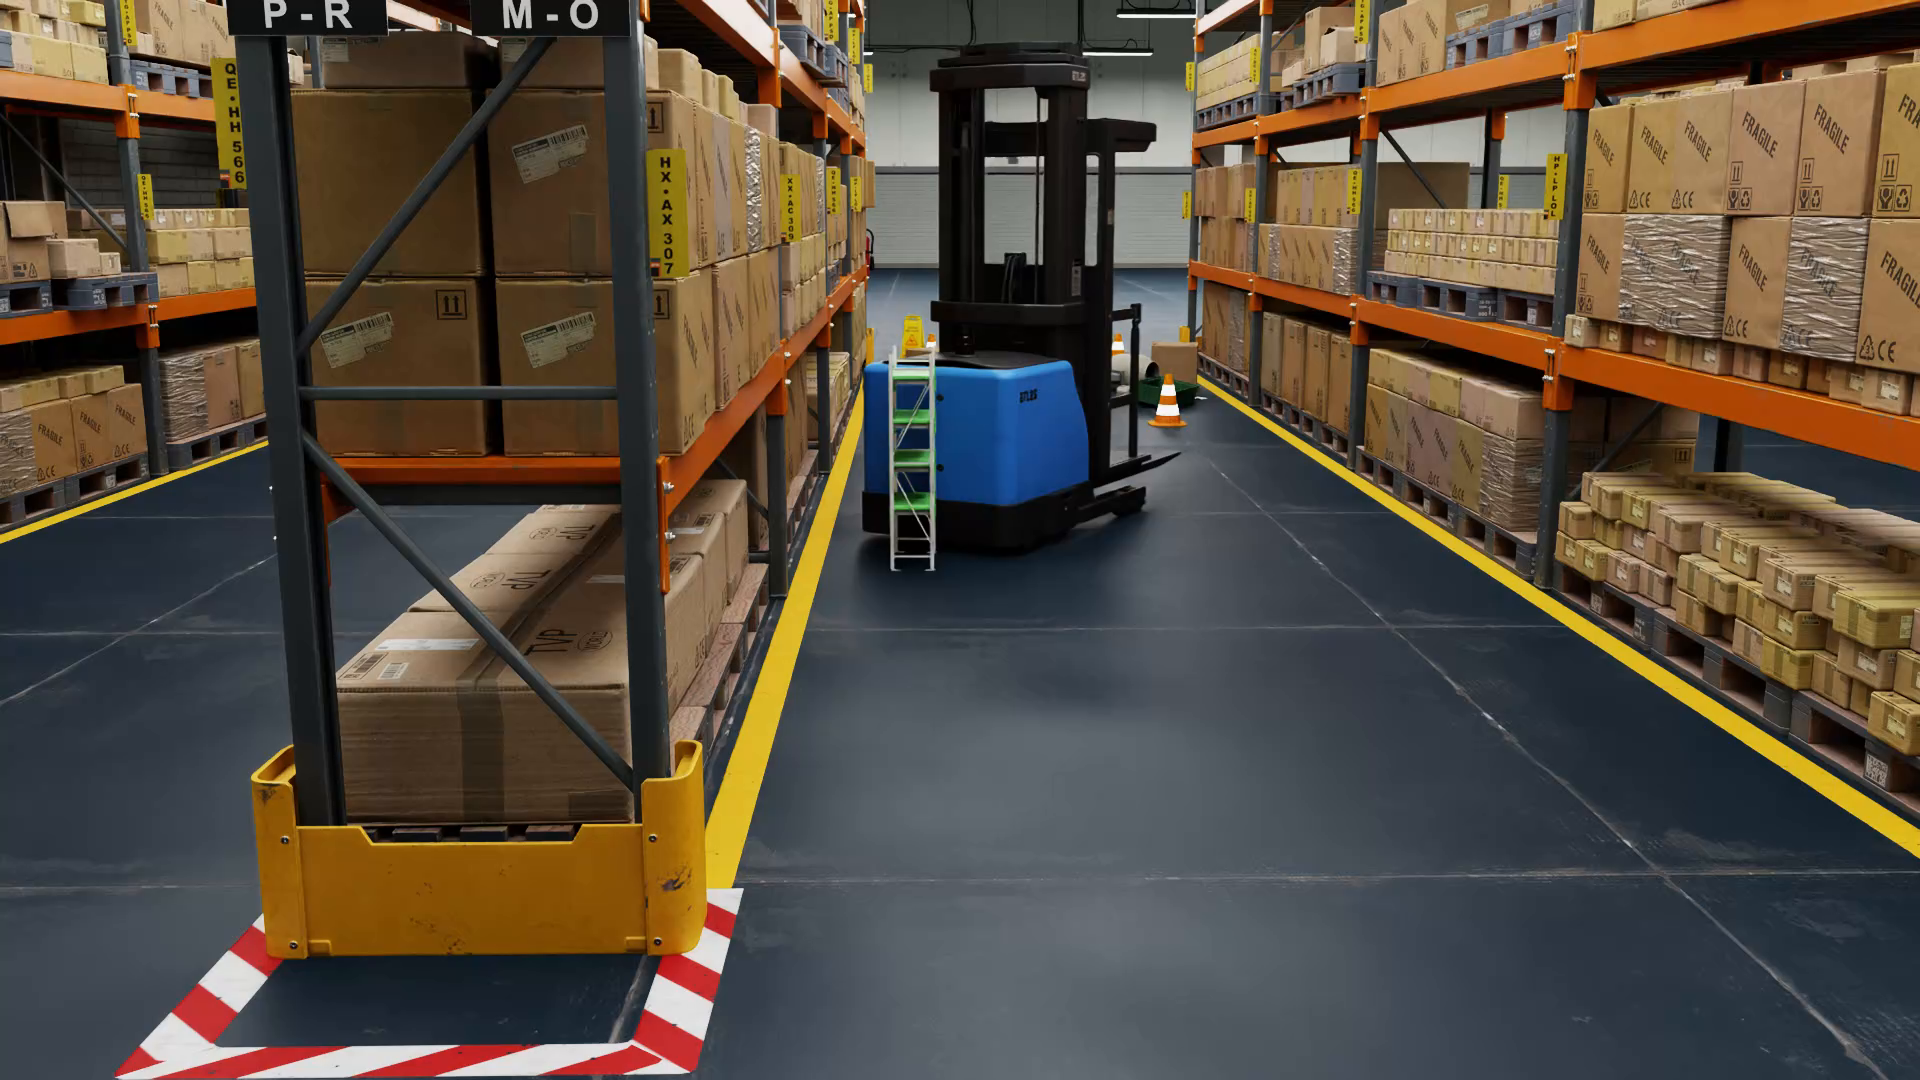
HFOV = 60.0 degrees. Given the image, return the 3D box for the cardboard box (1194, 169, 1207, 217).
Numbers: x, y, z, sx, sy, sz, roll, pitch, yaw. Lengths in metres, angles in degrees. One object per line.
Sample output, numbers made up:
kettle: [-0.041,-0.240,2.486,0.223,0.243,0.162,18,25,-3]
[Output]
cardboard box: [3.275,-4.130,19.780,0.875,0.550,0.550,0,11,-1]

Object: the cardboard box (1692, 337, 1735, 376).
cardboard box: [3.309,-0.774,6.960,0.380,0.149,0.250,0,11,1]

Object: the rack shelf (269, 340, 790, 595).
rack shelf: [-1.351,-0.425,6.421,1.077,0.370,4.000,0,11,-1]

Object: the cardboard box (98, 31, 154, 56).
cardboard box: [-6.142,-3.630,12.145,0.380,0.166,0.250,0,11,-1]

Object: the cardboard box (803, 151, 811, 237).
cardboard box: [-1.178,-2.107,10.133,0.500,0.500,0.500,0,11,-2]

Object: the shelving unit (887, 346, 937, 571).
shelving unit: [-0.263,-0.464,9.330,0.258,1.200,0.503,0,11,0]

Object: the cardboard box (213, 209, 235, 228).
cardboard box: [-6.187,-2.638,13.633,0.380,0.149,0.250,0,11,0]

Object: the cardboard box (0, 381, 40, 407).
cardboard box: [-6.211,-0.942,10.758,0.380,0.149,0.250,0,11,-2]

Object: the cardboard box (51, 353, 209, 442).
cardboard box: [-6.437,-1.116,12.930,0.875,0.625,0.625,0,11,1]

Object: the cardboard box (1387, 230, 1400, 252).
cardboard box: [3.281,-2.143,11.904,0.380,0.149,0.250,0,11,1]

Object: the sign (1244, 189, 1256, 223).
sign: [2.834,-3.267,16.240,0.100,0.325,0.005,0,11,-1]

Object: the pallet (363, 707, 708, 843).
pallet: [-1.405,0.828,5.449,1.003,0.211,1.213,0,11,-1]

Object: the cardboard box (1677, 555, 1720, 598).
cardboard box: [3.304,0.160,7.092,0.380,0.149,0.250,0,11,-2]

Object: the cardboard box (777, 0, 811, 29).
cardboard box: [-1.081,-3.150,9.780,0.396,0.266,0.258,1,11,4]

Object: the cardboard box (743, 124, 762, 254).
cardboard box: [-1.085,-1.420,6.747,0.500,0.500,0.500,0,11,0]

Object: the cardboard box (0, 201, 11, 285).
cardboard box: [-6.169,-1.765,9.908,0.700,0.500,0.500,0,11,-1]

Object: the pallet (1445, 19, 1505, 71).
pallet: [3.623,-2.923,9.852,1.213,0.211,1.003,0,11,-1]

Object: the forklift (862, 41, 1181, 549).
forklift: [0.576,-1.631,10.727,1.130,2.935,3.031,6,13,29]

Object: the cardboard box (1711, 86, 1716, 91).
cardboard box: [8.085,-4.671,17.370,0.380,0.149,0.250,0,11,1]

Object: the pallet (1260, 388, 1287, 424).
pallet: [3.480,-1.287,15.870,1.003,0.211,1.213,0,11,-1]

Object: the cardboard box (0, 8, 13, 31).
cardboard box: [-6.220,-3.269,10.458,0.380,0.149,0.250,0,11,-1]

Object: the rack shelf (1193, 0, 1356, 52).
rack shelf: [3.347,-5.595,17.822,1.077,0.370,4.000,0,11,-1]

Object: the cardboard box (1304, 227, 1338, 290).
cardboard box: [3.174,-2.347,13.832,0.500,0.500,0.500,0,11,-2]

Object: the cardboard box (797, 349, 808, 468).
cardboard box: [-1.544,-0.998,11.720,0.875,0.875,0.875,0,11,-2]

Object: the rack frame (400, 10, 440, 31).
rack frame: [-6.603,-6.480,19.366,1.000,3.000,0.127,0,11,-1]

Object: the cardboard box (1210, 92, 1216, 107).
cardboard box: [3.014,-4.933,18.610,0.380,0.149,0.250,0,11,-1]

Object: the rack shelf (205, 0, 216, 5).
rack shelf: [-6.479,-4.739,13.599,1.077,0.370,4.000,0,11,-1]

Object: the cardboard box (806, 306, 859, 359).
cardboard box: [-1.300,-2.110,16.888,0.500,0.500,0.500,0,11,2]

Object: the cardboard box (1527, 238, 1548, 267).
cardboard box: [3.342,-1.575,9.106,0.380,0.149,0.250,0,11,-1]

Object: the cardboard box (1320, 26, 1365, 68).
cardboard box: [3.150,-3.899,13.105,0.500,0.311,0.500,0,11,-1]

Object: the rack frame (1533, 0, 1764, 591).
rack frame: [3.554,-1.216,8.508,1.000,3.000,0.127,0,11,-1]

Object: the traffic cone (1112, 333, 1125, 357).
traffic cone: [1.897,-2.247,19.969,0.336,0.463,0.334,0,11,-1]

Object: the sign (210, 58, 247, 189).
sign: [-1.853,-1.064,4.254,0.100,0.325,0.005,0,11,-1]

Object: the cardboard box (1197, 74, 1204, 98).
cardboard box: [3.059,-5.302,19.424,0.500,0.250,0.500,0,11,-1]

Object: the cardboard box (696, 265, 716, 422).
cardboard box: [-1.071,-0.626,5.351,0.500,0.500,0.500,0,11,-2]

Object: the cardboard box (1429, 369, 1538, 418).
cardboard box: [3.264,-0.919,10.387,0.500,0.250,0.500,-1,11,-4]

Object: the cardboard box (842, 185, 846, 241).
cardboard box: [-1.308,-2.977,15.133,0.500,0.500,0.500,0,11,-1]

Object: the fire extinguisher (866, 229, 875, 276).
fire extinguisher: [-1.182,-3.548,20.196,0.296,0.674,0.183,0,11,-1]

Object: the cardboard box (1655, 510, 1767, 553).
cardboard box: [3.307,-0.039,7.325,0.380,0.149,0.250,0,11,0]

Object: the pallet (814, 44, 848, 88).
pallet: [-1.409,-3.220,11.319,1.213,0.211,1.003,0,11,1]

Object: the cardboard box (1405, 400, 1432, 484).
cardboard box: [3.260,-0.648,10.941,0.500,0.500,0.500,-1,11,-3]

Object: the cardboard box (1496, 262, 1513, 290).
cardboard box: [3.334,-1.528,9.621,0.380,0.149,0.250,-1,11,-4]

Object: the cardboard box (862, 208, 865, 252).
cardboard box: [-1.348,-3.549,19.011,0.500,0.500,0.500,0,11,-1]

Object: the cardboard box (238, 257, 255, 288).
cardboard box: [-6.235,-2.271,14.085,0.500,0.250,0.500,0,11,1]

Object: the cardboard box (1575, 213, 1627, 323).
cardboard box: [3.312,-1.311,7.979,0.500,0.500,0.500,0,11,-2]

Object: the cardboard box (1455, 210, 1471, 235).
cardboard box: [3.317,-1.982,10.363,0.380,0.149,0.250,0,11,-2]

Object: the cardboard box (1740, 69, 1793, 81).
cardboard box: [8.086,-4.805,16.397,0.500,0.500,0.500,-1,11,-3]

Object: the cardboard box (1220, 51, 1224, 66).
cardboard box: [3.025,-5.223,18.032,0.380,0.149,0.250,0,11,0]

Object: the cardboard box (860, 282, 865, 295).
cardboard box: [-1.289,-2.874,19.022,0.380,0.149,0.250,0,11,0]

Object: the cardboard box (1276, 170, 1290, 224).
cardboard box: [3.405,-3.247,15.751,0.700,0.500,0.500,0,11,-2]

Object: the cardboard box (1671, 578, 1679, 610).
cardboard box: [3.399,0.255,7.373,0.380,0.149,0.250,-1,11,-4]

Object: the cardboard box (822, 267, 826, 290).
cardboard box: [-1.205,-1.798,11.753,0.500,0.250,0.500,-1,11,-3]

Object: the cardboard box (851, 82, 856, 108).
cardboard box: [-1.313,-4.499,16.777,0.500,0.250,0.500,0,11,-2]

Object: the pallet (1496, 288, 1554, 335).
pallet: [3.684,-1.274,9.279,1.003,0.211,1.213,0,11,-1]

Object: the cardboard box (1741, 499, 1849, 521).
cardboard box: [3.806,-0.095,7.599,0.380,0.149,0.250,0,11,1]
